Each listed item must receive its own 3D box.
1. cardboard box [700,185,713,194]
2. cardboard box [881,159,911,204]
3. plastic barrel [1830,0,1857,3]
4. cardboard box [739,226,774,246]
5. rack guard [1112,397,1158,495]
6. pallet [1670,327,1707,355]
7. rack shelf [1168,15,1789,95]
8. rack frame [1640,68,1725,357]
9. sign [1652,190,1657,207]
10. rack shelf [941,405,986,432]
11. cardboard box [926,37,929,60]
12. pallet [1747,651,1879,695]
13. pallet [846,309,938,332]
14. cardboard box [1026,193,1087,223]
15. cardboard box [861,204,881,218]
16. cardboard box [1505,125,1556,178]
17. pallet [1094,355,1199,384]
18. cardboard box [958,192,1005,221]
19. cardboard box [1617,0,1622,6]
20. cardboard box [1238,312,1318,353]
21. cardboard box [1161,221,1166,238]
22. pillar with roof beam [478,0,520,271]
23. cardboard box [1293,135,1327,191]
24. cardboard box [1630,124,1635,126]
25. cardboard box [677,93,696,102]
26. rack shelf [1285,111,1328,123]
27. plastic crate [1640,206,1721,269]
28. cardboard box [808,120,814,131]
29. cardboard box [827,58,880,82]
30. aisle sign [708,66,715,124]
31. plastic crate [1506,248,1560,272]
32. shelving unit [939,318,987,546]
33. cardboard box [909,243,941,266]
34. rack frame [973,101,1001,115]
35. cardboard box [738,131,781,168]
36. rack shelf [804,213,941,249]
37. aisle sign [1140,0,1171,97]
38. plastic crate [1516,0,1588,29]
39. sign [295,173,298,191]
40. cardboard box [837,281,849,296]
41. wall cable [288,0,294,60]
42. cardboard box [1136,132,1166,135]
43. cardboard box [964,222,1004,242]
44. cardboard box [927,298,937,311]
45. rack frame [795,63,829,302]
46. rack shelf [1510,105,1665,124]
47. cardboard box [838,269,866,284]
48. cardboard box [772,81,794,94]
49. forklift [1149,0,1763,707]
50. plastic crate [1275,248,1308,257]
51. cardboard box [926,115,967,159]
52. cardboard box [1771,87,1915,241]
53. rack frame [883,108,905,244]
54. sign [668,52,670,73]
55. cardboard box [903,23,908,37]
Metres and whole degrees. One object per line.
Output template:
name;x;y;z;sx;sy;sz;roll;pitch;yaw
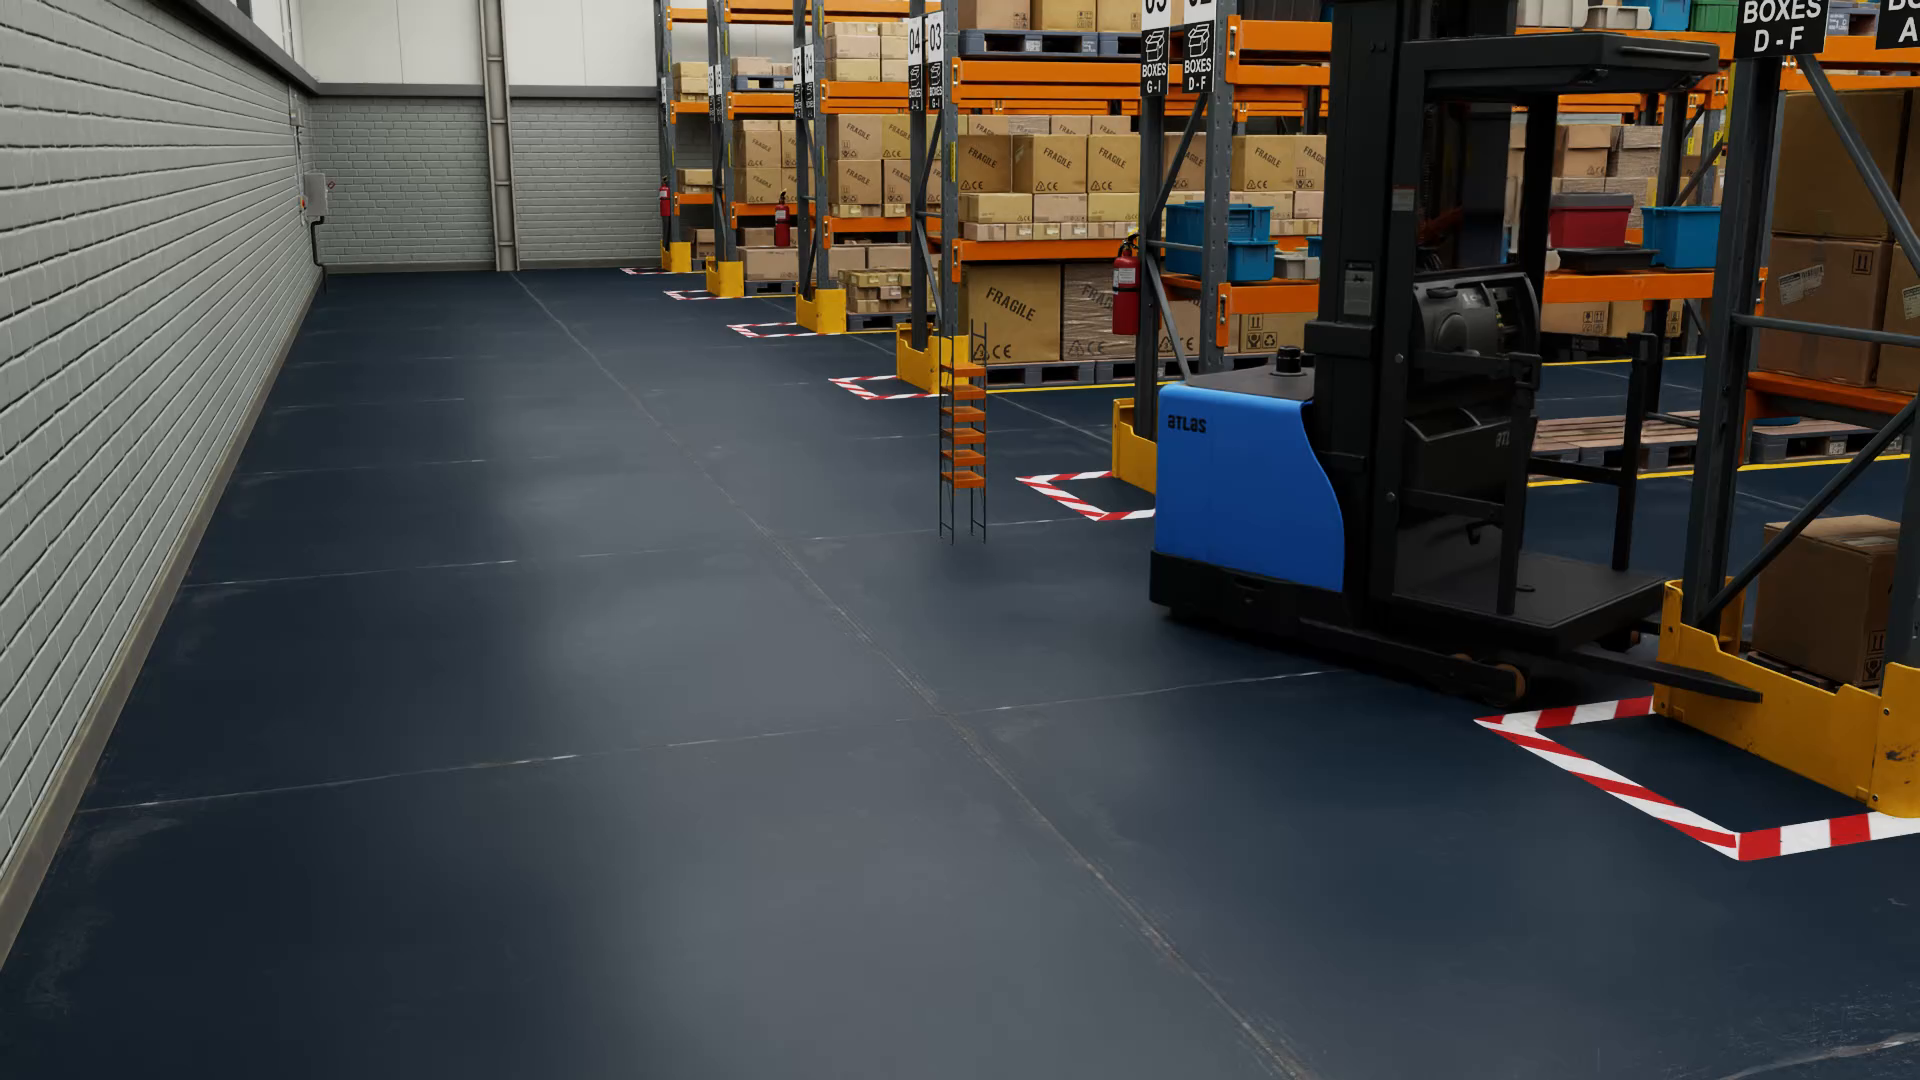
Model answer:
cardboard box;-4.355;-5.997;28.417;0.250;0.149;0.380;-4;14;-17
cardboard box;-0.706;-4.171;19.337;0.500;0.500;0.500;-4;14;-18
plastic barrel;5.717;-3.787;10.899;0.433;0.535;0.433;0;13;0
cardboard box;-3.547;-5.194;28.990;0.500;0.500;0.700;-4;14;-16
rack guard;1.328;-0.558;10.407;0.348;0.500;1.175;-4;14;-18
pallet;8.091;-2.156;17.750;1.213;0.211;1.003;-4;14;-18
rack shelf;3.243;-3.035;10.494;4.000;0.370;1.077;-4;14;-18
rack frame;7.350;-3.455;17.186;0.127;3.000;1.000;-4;14;-18
sign;4.964;-2.329;11.854;0.005;0.325;0.100;-4;14;-18
rack shelf;0.014;-0.658;8.991;0.180;0.103;0.258;-4;14;-18
cardboard box;-0.243;-5.638;19.126;0.500;0.250;0.500;-4;14;-17
pallet;3.751;0.600;6.163;1.213;0.211;1.003;-4;14;-18
pallet;-0.866;-2.661;19.874;1.213;0.211;1.003;-4;14;-18
cardboard box;0.799;-2.952;14.754;0.500;0.250;0.500;-5;14;-19
cardboard box;-1.079;-3.818;19.253;0.250;0.149;0.380;-4;14;-16
cardboard box;5.399;-3.843;16.433;0.637;0.503;0.797;-4;14;-16
pallet;1.654;-1.673;15.722;1.213;0.211;1.003;-4;14;-18
cardboard box;0.142;-3.030;15.082;0.500;0.250;0.500;-5;14;-19
cardboard box;6.794;-5.108;16.523;0.637;0.503;0.797;-4;14;-15
cardboard box;2.907;-2.299;16.011;0.875;0.875;0.875;-4;14;-18
cardboard box;1.666;-2.810;15.017;0.250;0.149;0.380;-5;14;-19
pillar with roof beam;-6.450;-8.100;23.748;0.400;9.000;9.100;-4;14;-18
cardboard box;3.208;-3.504;15.452;0.500;0.500;0.500;-4;14;-16
cardboard box;11.357;-6.813;28.285;0.500;0.500;0.700;-5;14;-19
cardboard box;-4.604;-7.436;27.984;0.250;0.149;0.380;-4;14;-17
rack shelf;8.289;-8.269;32.497;4.000;0.370;1.077;-4;14;-18
plastic crate;4.804;-1.986;10.914;0.575;0.384;0.392;-4;14;-18
cardboard box;-2.216;-5.907;23.714;0.250;0.149;0.380;-5;14;-20
cardboard box;-1.212;-5.323;18.883;0.500;0.250;0.500;-4;14;-16
aisle sign;-3.560;-6.366;23.804;0.004;0.787;0.394;-4;14;-18
plastic crate;3.584;-1.780;10.584;0.466;0.136;0.293;-4;14;-18
shelving unit;0.014;-0.585;9.008;0.189;1.200;0.258;-4;14;-18
cardboard box;-0.232;-4.268;25.235;0.875;0.438;0.875;-5;14;-19
rack frame;0.398;-5.333;25.083;0.127;3.000;1.000;-4;14;-18
cardboard box;-2.848;-5.546;23.601;0.500;0.500;0.500;-5;14;-19
rack shelf;0.177;-3.758;20.013;4.000;0.370;1.077;-4;14;-18
aisle sign;1.185;-3.102;10.084;0.004;0.787;0.394;-4;14;-18
plastic crate;3.546;-3.276;10.207;0.530;0.282;0.437;-4;14;-18
sign;-8.773;-4.733;21.976;0.001;0.218;0.327;-4;14;-18
cardboard box;-1.310;-3.024;19.983;0.250;0.149;0.380;-5;14;-20
wall cable;-9.785;-8.272;24.393;0.133;3.039;2.988;-4;14;-18
cardboard box;2.826;-5.993;25.480;0.500;0.500;0.500;-4;14;-18
cardboard box;0.209;-2.696;14.539;0.250;0.149;0.380;-4;14;-17
cardboard box;-0.388;-2.798;19.676;0.250;0.149;0.380;-4;14;-17
rack frame;-1.719;-3.960;19.309;0.127;3.000;1.000;-4;14;-18
rack shelf;9.876;-7.181;27.922;4.000;0.370;1.077;-4;14;-18
cardboard box;-1.298;-3.161;19.919;0.250;0.149;0.380;-4;14;-17
cardboard box;-3.025;-7.751;28.445;0.500;0.250;0.500;-5;14;-19
forklift;2.262;-0.914;6.652;1.130;2.935;3.031;-13;18;-43
plastic crate;2.062;-1.779;10.581;0.243;0.136;0.396;-4;14;-18
cardboard box;-0.232;-4.687;19.345;0.500;0.500;0.500;-5;14;-19
cardboard box;3.257;-1.320;5.833;0.500;0.500;0.500;-5;14;-19
rack frame;-1.189;-6.422;29.658;0.127;3.000;1.000;-4;14;-18
sign;-4.807;-7.892;27.469;0.005;0.325;0.100;-4;14;-18
cardboard box;-0.581;-5.794;18.920;0.250;0.149;0.380;-4;14;-17
